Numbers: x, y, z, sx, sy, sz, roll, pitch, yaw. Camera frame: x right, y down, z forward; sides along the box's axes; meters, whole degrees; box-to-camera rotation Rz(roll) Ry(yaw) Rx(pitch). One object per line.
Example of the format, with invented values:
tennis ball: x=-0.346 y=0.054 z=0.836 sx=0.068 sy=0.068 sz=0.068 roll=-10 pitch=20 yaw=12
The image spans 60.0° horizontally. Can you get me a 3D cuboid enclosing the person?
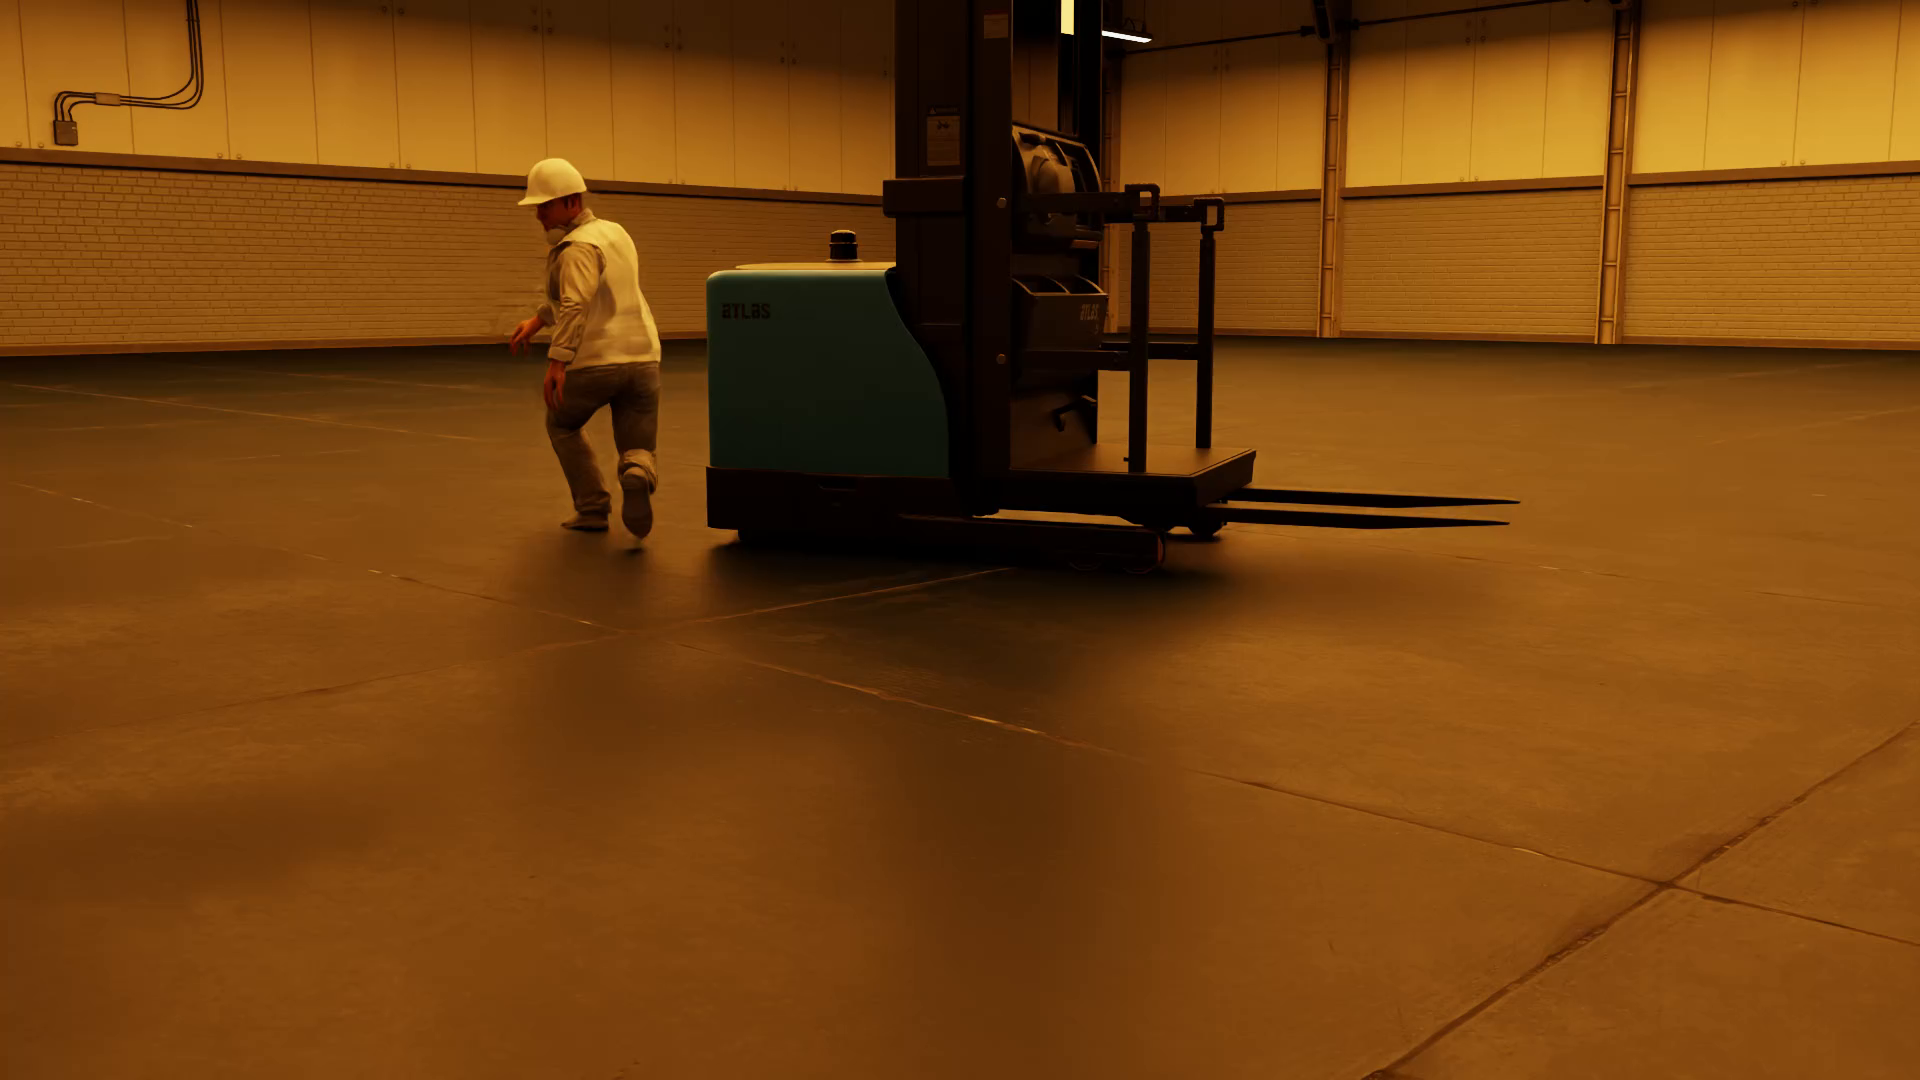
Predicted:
person: x=-1.512 y=-0.764 z=6.775 sx=0.632 sy=1.547 sz=0.880 roll=-7 pitch=11 yaw=-40

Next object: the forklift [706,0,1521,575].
forklift: x=0.565 y=-1.416 z=6.275 sx=3.031 sy=2.935 sz=1.130 roll=3 pitch=9 yaw=22
